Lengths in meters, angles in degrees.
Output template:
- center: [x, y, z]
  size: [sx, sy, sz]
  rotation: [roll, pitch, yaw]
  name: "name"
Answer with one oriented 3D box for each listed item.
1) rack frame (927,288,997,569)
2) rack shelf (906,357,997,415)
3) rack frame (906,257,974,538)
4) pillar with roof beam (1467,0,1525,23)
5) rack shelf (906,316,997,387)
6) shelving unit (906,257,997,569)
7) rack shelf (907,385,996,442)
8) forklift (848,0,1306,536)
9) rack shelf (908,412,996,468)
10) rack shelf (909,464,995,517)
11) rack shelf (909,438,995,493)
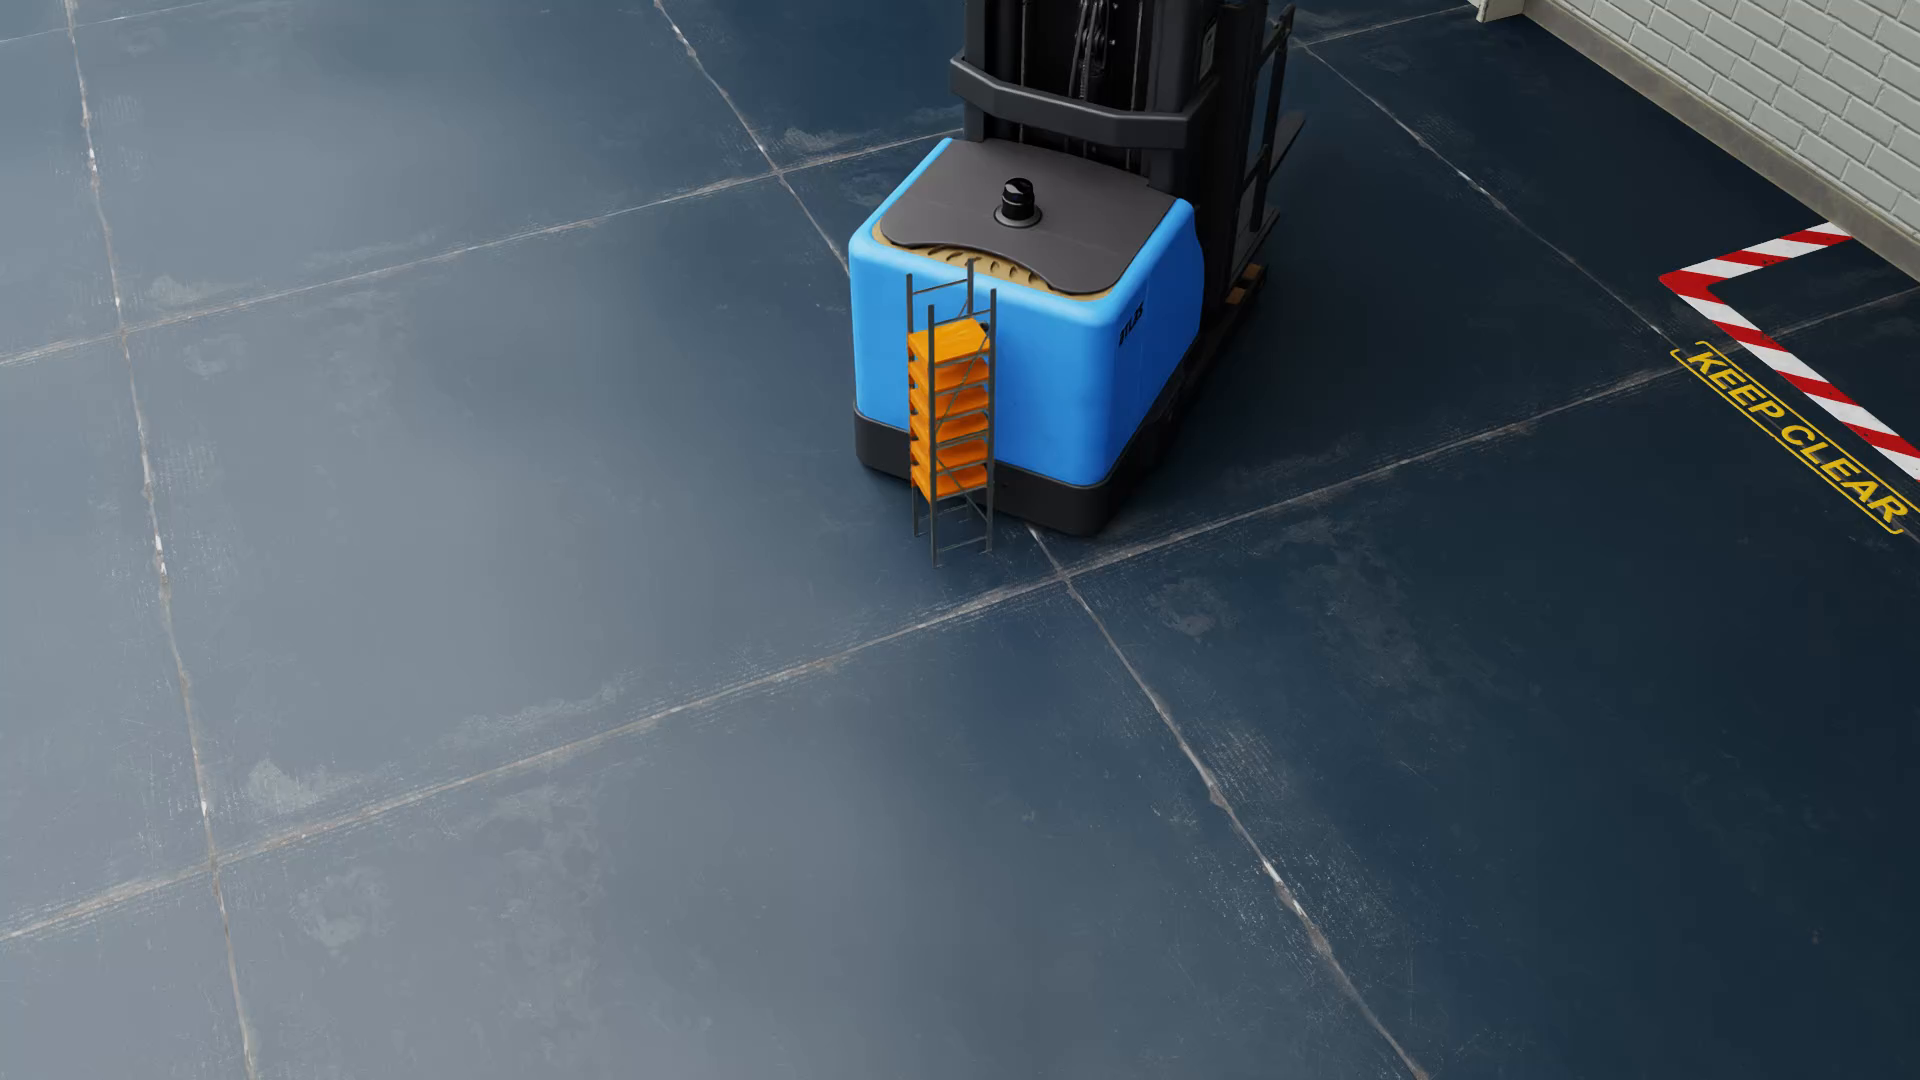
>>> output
- center: [0.007, -0.353, 5.753]
  size: [0.240, 1.200, 0.006]
  rotation: [-17, 47, -16]
  name: "rack frame"
- center: [-0.029, -0.551, 5.675]
  size: [0.258, 0.103, 0.180]
  rotation: [-17, 47, -16]
  name: "rack shelf"
- center: [-0.065, -0.471, 5.873]
  size: [0.240, 1.200, 0.006]
  rotation: [-17, 47, -16]
  name: "rack frame"
- center: [-0.986, -4.942, 4.851]
  size: [9.100, 9.000, 0.400]
  rotation: [-18, 47, -17]
  name: "pillar with roof beam"
- center: [-0.029, -0.636, 5.591]
  size: [0.258, 0.103, 0.180]
  rotation: [-17, 47, -16]
  name: "rack shelf"
- center: [-0.029, -0.412, 5.813]
  size: [0.258, 1.200, 0.189]
  rotation: [-17, 47, -16]
  name: "shelving unit"
- center: [-0.029, -0.466, 5.760]
  size: [0.258, 0.103, 0.180]
  rotation: [-17, 47, -16]
  name: "rack shelf"
- center: [0.697, -2.098, 6.289]
  size: [1.130, 2.935, 3.031]
  rotation: [19, 48, 18]
  name: "forklift"
- center: [-0.029, -0.380, 5.844]
  size: [0.258, 0.103, 0.180]
  rotation: [-17, 47, -16]
  name: "rack shelf"
- center: [-0.029, -0.209, 6.013]
  size: [0.258, 0.103, 0.180]
  rotation: [-17, 47, -16]
  name: "rack shelf"
- center: [-0.029, -0.295, 5.928]
  size: [0.258, 0.103, 0.180]
  rotation: [-17, 47, -16]
  name: "rack shelf"
